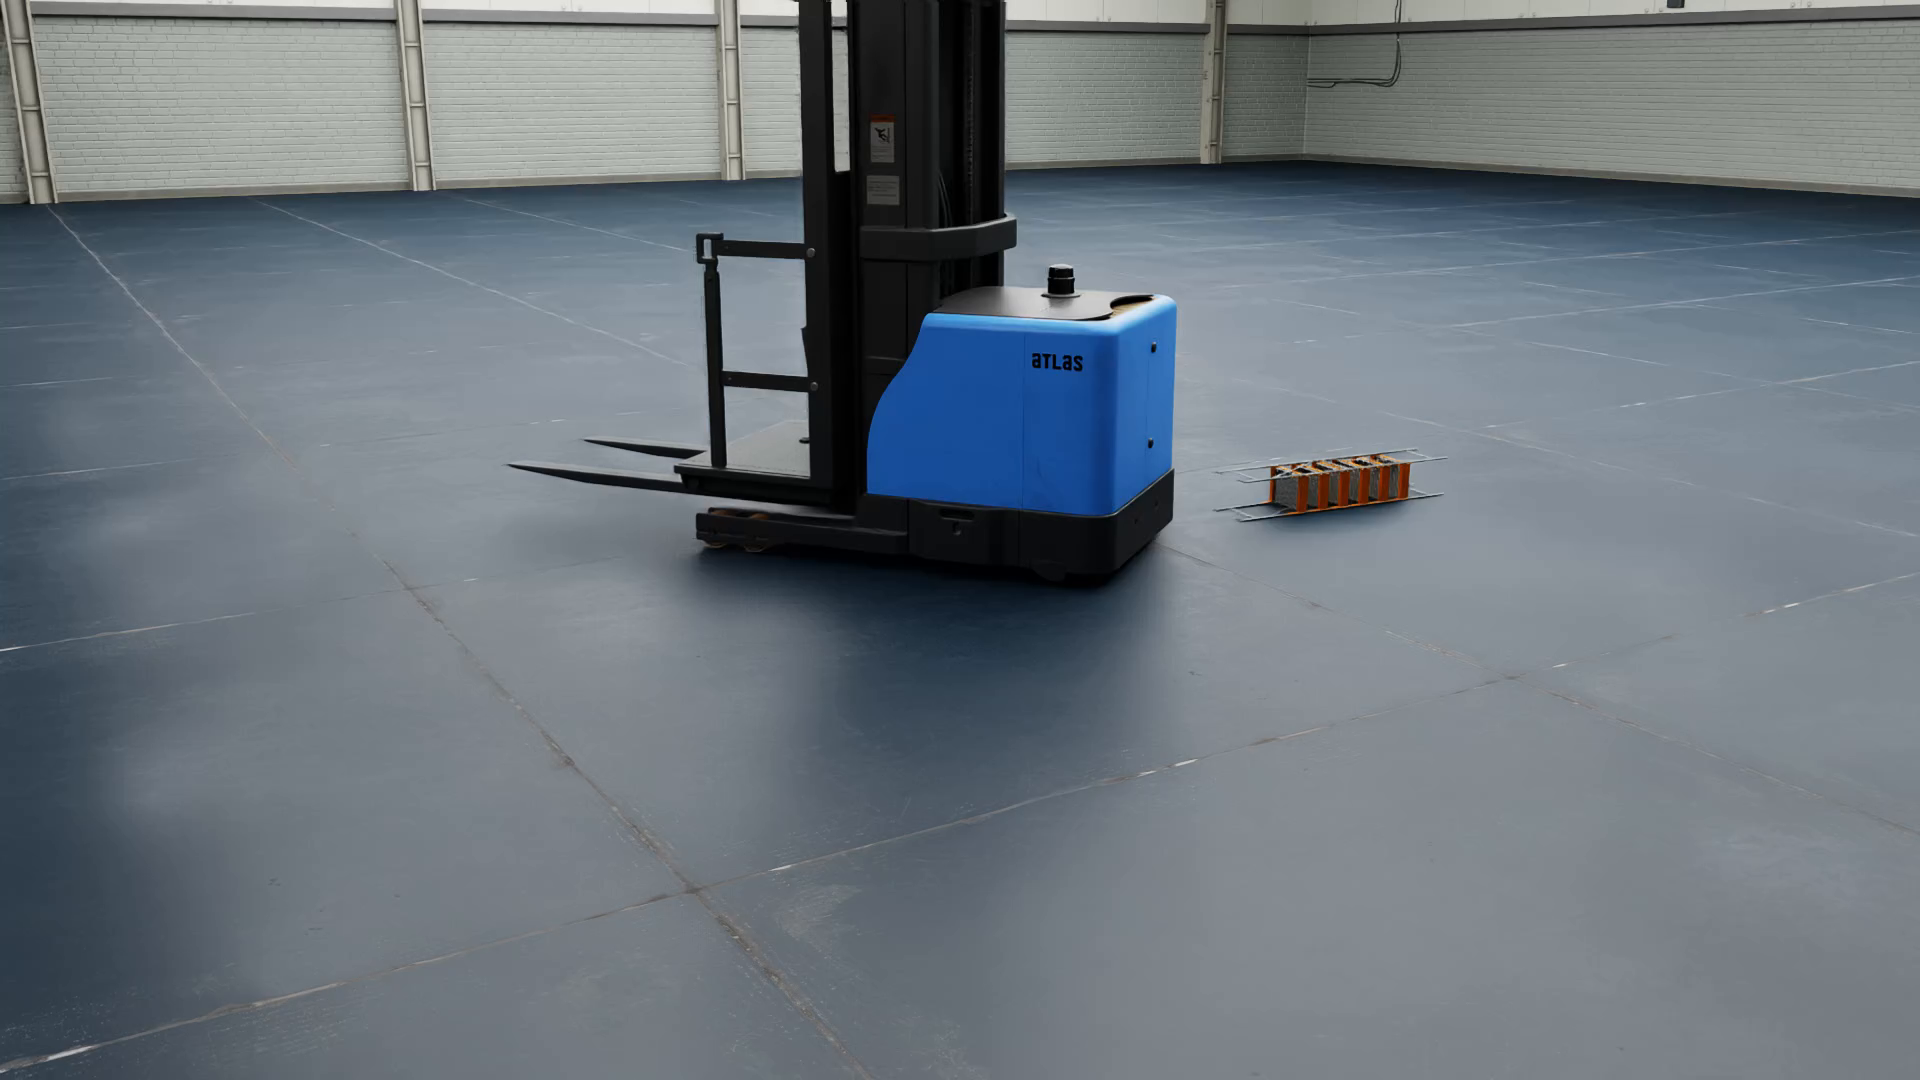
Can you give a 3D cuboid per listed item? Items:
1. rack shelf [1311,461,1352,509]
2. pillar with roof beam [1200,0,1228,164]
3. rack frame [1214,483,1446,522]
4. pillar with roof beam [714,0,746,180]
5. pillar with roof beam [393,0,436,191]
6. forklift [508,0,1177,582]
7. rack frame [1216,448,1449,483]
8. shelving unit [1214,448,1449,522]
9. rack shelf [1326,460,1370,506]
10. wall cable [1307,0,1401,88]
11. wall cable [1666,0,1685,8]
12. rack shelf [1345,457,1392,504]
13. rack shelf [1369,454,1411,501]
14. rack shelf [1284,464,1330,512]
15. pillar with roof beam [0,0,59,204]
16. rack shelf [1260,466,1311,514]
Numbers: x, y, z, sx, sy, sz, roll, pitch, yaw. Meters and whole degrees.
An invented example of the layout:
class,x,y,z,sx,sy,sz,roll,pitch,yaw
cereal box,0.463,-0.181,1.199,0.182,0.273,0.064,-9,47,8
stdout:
class,x,y,z,sx,sy,sz,roll,pitch,yaw
rack shelf,1.763,-0.270,8.013,0.103,0.180,0.258,-7,17,-24
pillar with roof beam,8.042,-12.100,33.904,0.400,9.000,9.100,-9,18,-30
rack frame,1.803,-0.187,8.056,1.200,0.006,0.240,-7,17,-24
pillar with roof beam,-2.244,-10.432,27.953,0.400,9.000,9.100,-9,18,-30
pillar with roof beam,-7.387,-9.598,24.978,0.400,9.000,9.100,-9,18,-30
forklift,-0.611,-1.480,7.258,3.031,2.935,1.130,6,17,22
rack frame,1.803,-0.363,8.007,1.200,0.006,0.240,-7,17,-24
shelving unit,1.803,-0.275,8.031,1.200,0.189,0.258,-7,17,-24
rack shelf,1.872,-0.284,8.063,0.103,0.180,0.258,-7,17,-24
wall cable,9.031,-11.705,38.245,0.112,2.526,3.097,-9,18,-30
wall cable,13.907,-12.639,29.524,0.169,6.003,2.305,-9,18,-30
rack shelf,1.980,-0.297,8.112,0.103,0.180,0.258,-7,17,-24
rack shelf,2.089,-0.311,8.161,0.103,0.180,0.258,-7,17,-24
rack shelf,1.655,-0.256,7.964,0.103,0.180,0.258,-7,17,-24
pillar with roof beam,-12.531,-8.764,22.002,0.400,9.000,9.100,-9,18,-30
rack shelf,1.546,-0.242,7.914,0.103,0.180,0.258,-7,17,-24
